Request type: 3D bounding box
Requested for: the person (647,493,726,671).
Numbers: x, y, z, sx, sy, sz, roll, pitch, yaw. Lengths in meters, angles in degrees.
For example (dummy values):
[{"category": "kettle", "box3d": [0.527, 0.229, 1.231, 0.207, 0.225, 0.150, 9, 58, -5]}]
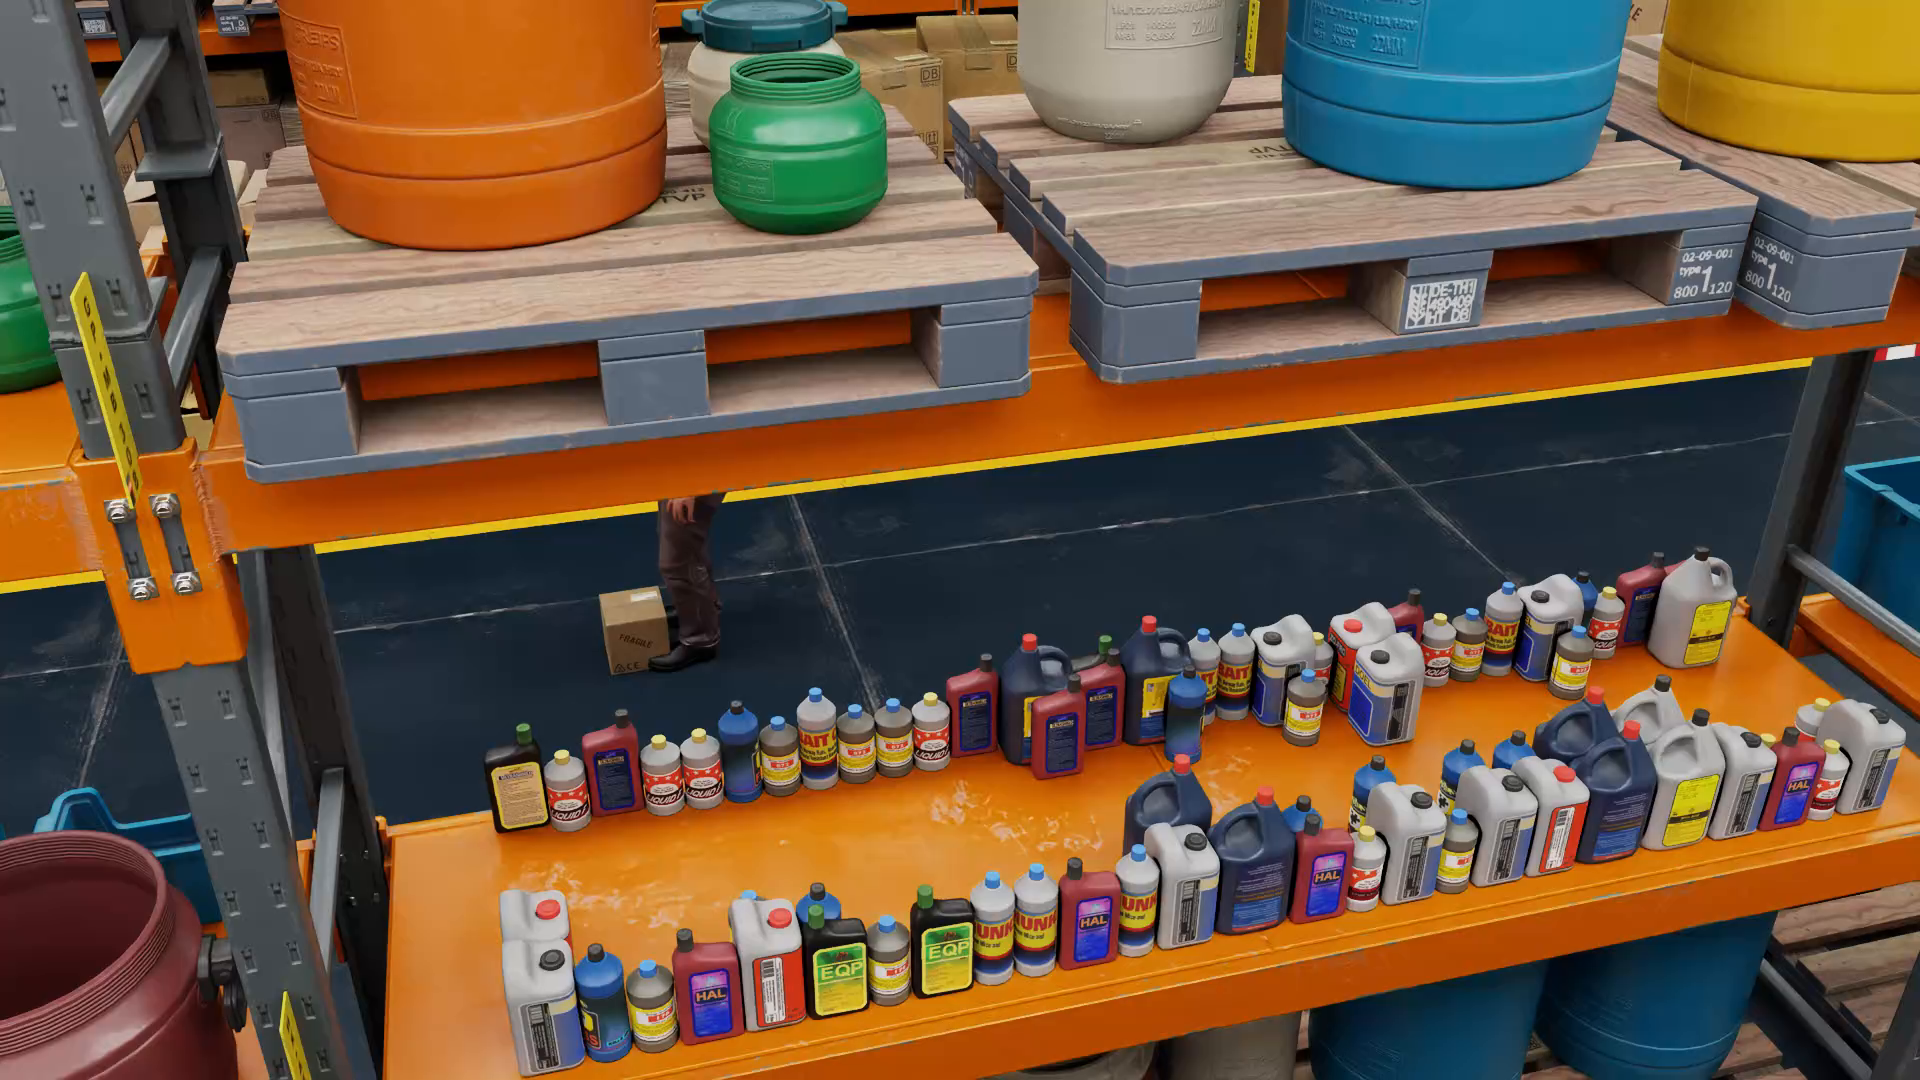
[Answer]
[{"category": "person", "box3d": [-1.115, -0.292, 6.657, 0.465, 1.722, 0.591, -9, 31, -15]}]
